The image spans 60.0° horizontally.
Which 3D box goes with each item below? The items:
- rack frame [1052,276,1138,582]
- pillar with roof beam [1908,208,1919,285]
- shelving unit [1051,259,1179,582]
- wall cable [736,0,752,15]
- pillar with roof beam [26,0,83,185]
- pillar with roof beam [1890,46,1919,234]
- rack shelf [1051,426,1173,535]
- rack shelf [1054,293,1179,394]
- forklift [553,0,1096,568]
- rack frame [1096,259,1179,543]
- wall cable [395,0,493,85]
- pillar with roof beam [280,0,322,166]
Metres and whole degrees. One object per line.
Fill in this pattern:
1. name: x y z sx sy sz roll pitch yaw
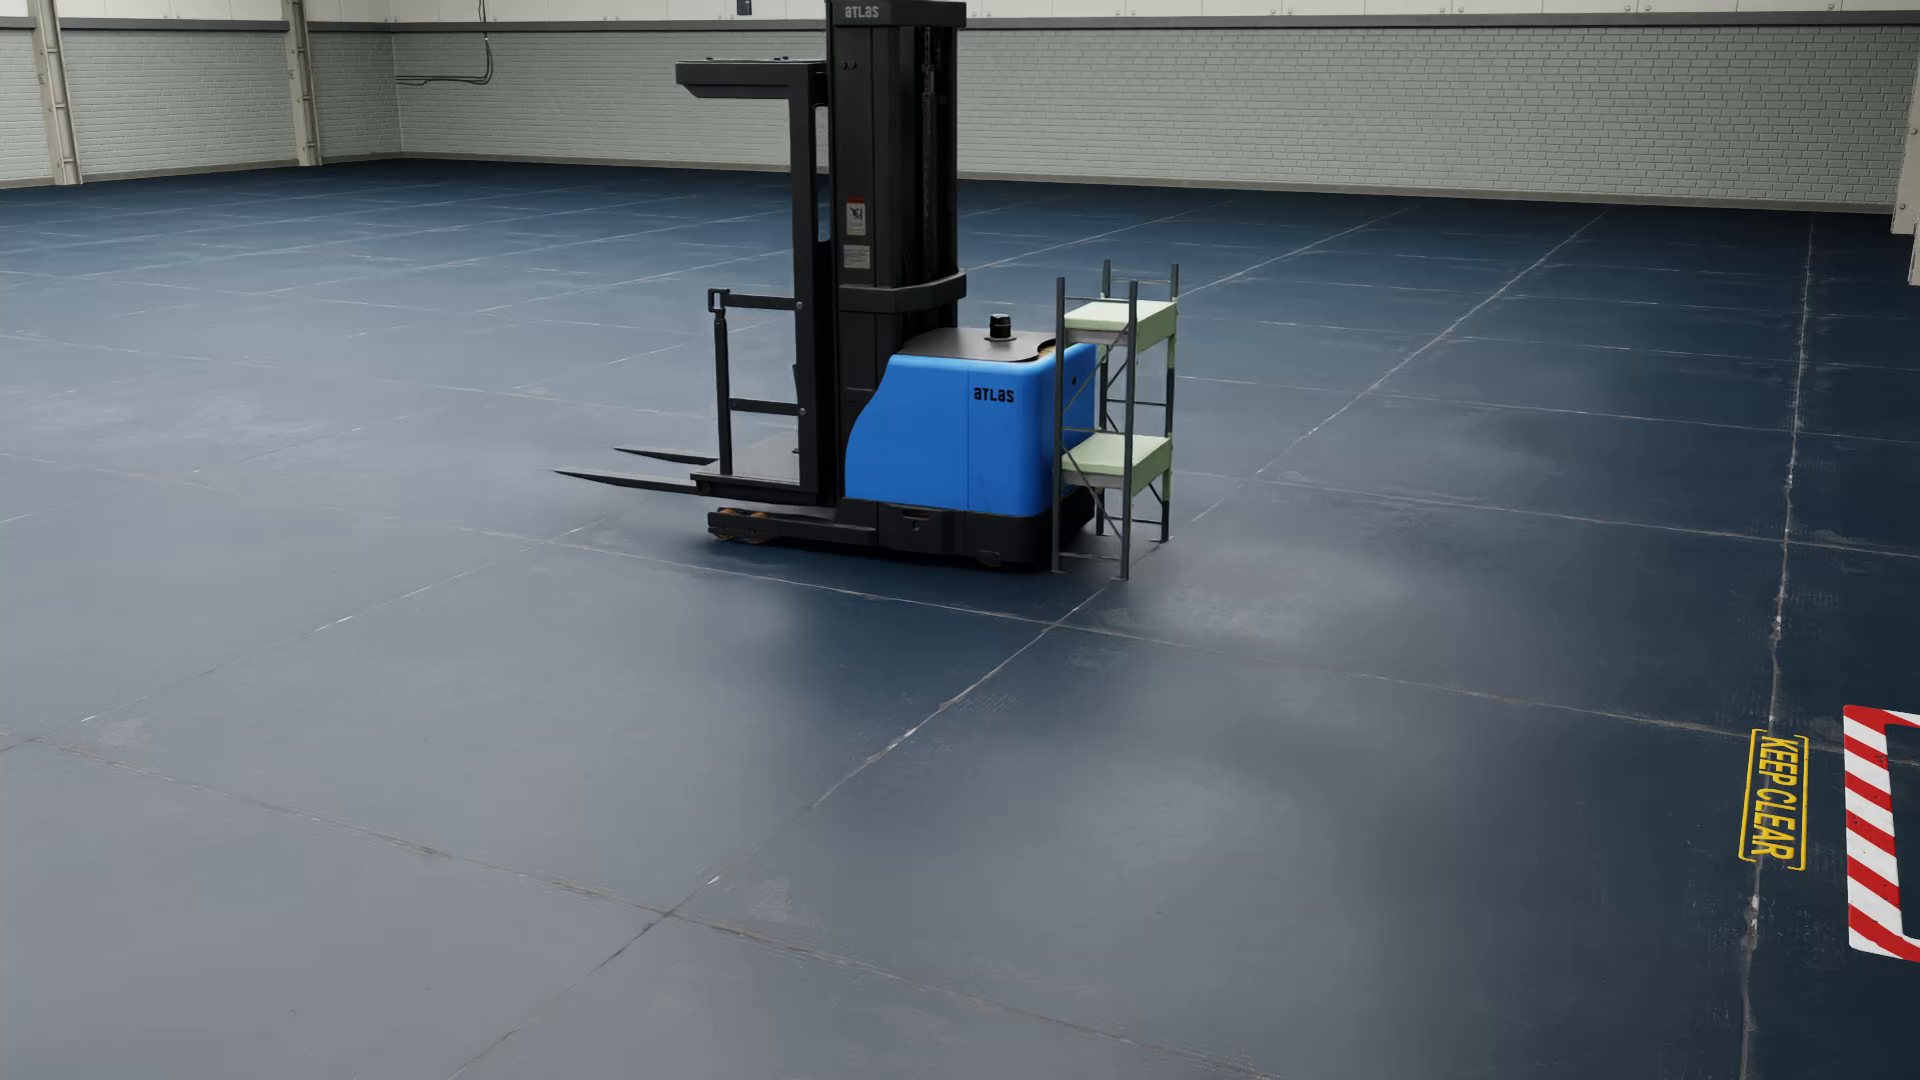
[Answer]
1. rack frame: 0.656 -0.533 8.184 0.400 1.500 0.023 7 18 22
2. pillar with roof beam: 7.033 -7.757 19.336 9.100 9.000 0.400 8 18 25
3. shelving unit: 0.796 -0.629 8.508 0.431 1.500 0.755 7 18 22
4. wall cable: -3.629 -13.746 33.526 2.305 6.003 0.169 8 18 25
5. pillar with roof beam: -13.444 -10.669 29.140 9.100 9.000 0.400 8 18 25
6. pillar with roof beam: 9.714 -9.285 24.481 9.100 9.000 0.400 8 18 25
7. rack shelf: 0.795 -0.317 8.601 0.431 0.370 0.720 7 18 22
8. rack shelf: 0.796 -1.003 8.397 0.431 0.370 0.720 7 18 22
9. forklift: -0.821 -1.514 8.974 3.031 2.935 1.130 7 18 22
10. rack frame: 0.936 -0.726 8.832 0.400 1.500 0.023 7 18 22
11. wall cable: -12.115 -11.839 38.532 3.097 2.526 0.112 8 18 25
12. pillar with roof beam: -10.763 -12.197 34.286 9.100 9.000 0.400 8 18 25
